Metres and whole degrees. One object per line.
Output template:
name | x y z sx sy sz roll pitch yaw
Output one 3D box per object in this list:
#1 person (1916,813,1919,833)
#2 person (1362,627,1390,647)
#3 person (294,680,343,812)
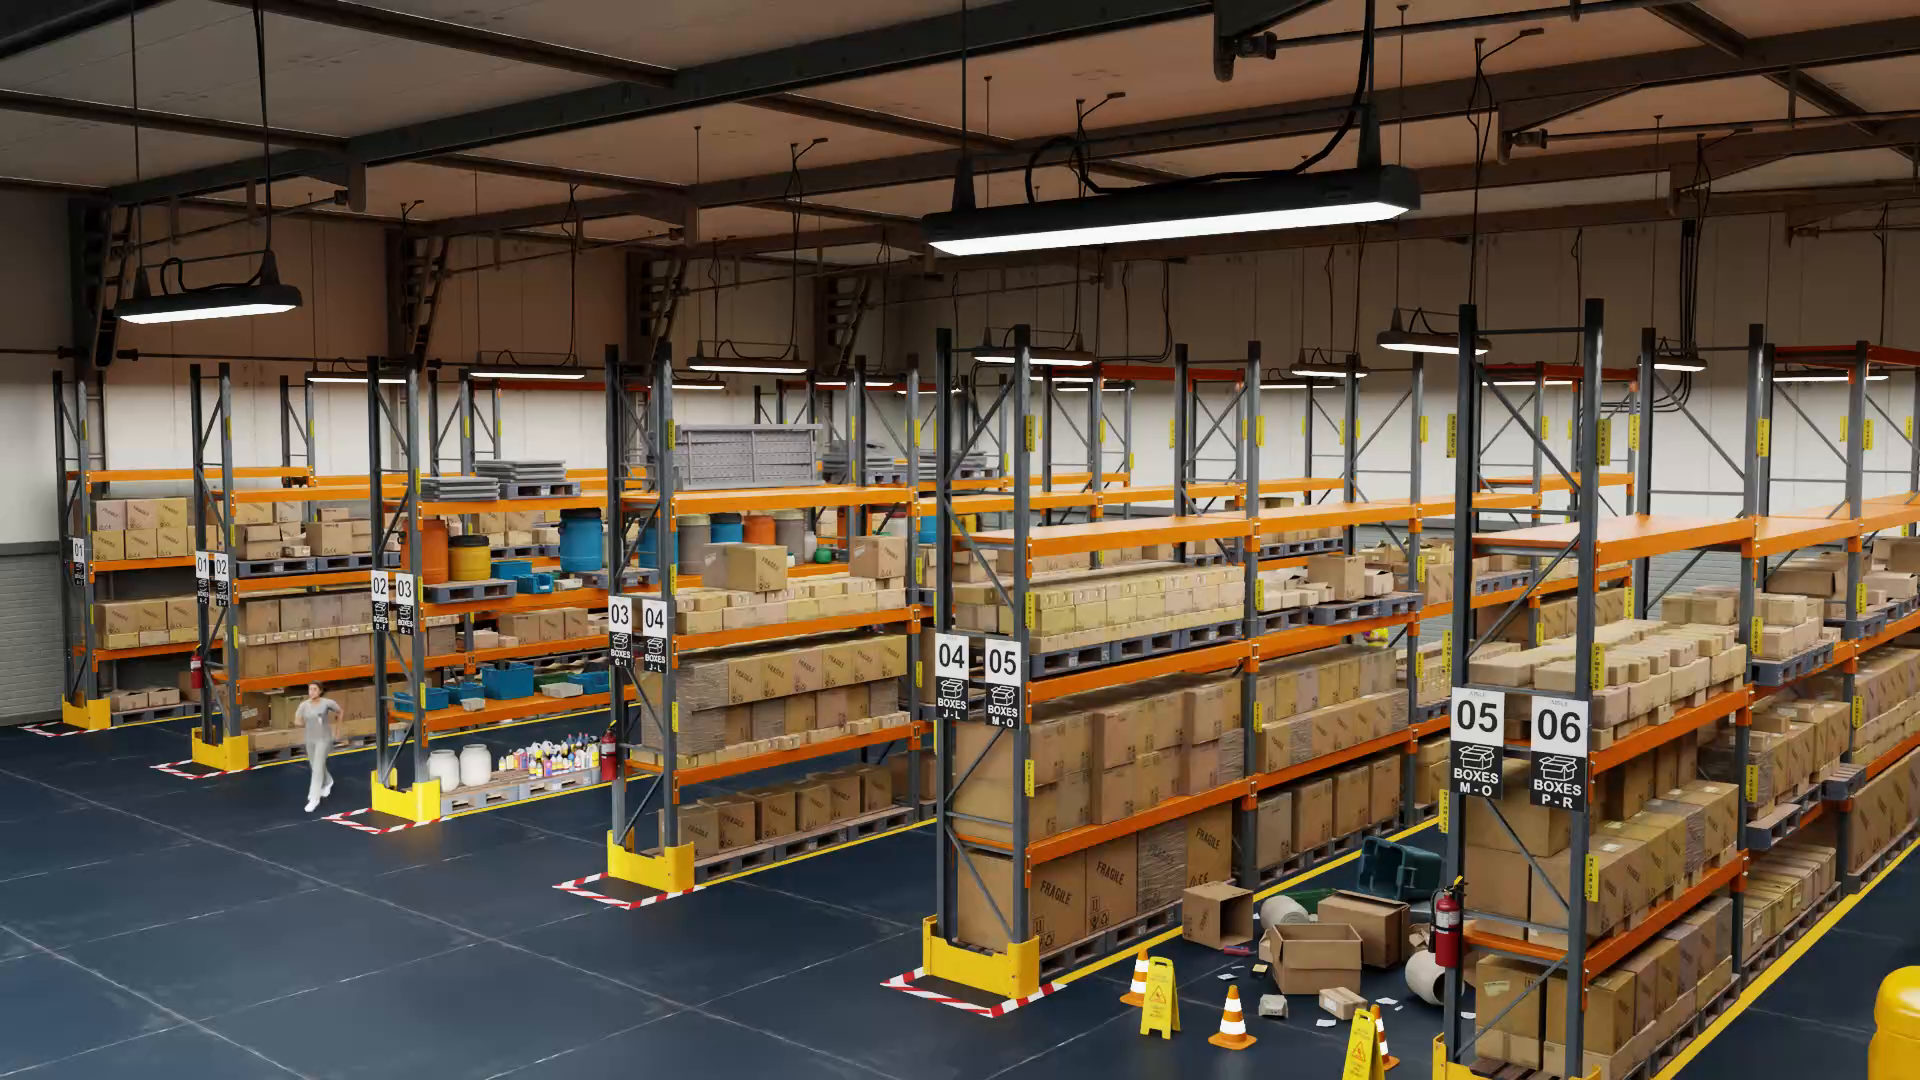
person | 9.996 3.186 16.842 0.573 1.549 0.608 3 5 39
person | 7.807 2.046 30.971 0.703 1.762 0.832 -2 4 -22
person | -8.575 2.698 22.225 0.552 1.678 0.948 0 4 2
